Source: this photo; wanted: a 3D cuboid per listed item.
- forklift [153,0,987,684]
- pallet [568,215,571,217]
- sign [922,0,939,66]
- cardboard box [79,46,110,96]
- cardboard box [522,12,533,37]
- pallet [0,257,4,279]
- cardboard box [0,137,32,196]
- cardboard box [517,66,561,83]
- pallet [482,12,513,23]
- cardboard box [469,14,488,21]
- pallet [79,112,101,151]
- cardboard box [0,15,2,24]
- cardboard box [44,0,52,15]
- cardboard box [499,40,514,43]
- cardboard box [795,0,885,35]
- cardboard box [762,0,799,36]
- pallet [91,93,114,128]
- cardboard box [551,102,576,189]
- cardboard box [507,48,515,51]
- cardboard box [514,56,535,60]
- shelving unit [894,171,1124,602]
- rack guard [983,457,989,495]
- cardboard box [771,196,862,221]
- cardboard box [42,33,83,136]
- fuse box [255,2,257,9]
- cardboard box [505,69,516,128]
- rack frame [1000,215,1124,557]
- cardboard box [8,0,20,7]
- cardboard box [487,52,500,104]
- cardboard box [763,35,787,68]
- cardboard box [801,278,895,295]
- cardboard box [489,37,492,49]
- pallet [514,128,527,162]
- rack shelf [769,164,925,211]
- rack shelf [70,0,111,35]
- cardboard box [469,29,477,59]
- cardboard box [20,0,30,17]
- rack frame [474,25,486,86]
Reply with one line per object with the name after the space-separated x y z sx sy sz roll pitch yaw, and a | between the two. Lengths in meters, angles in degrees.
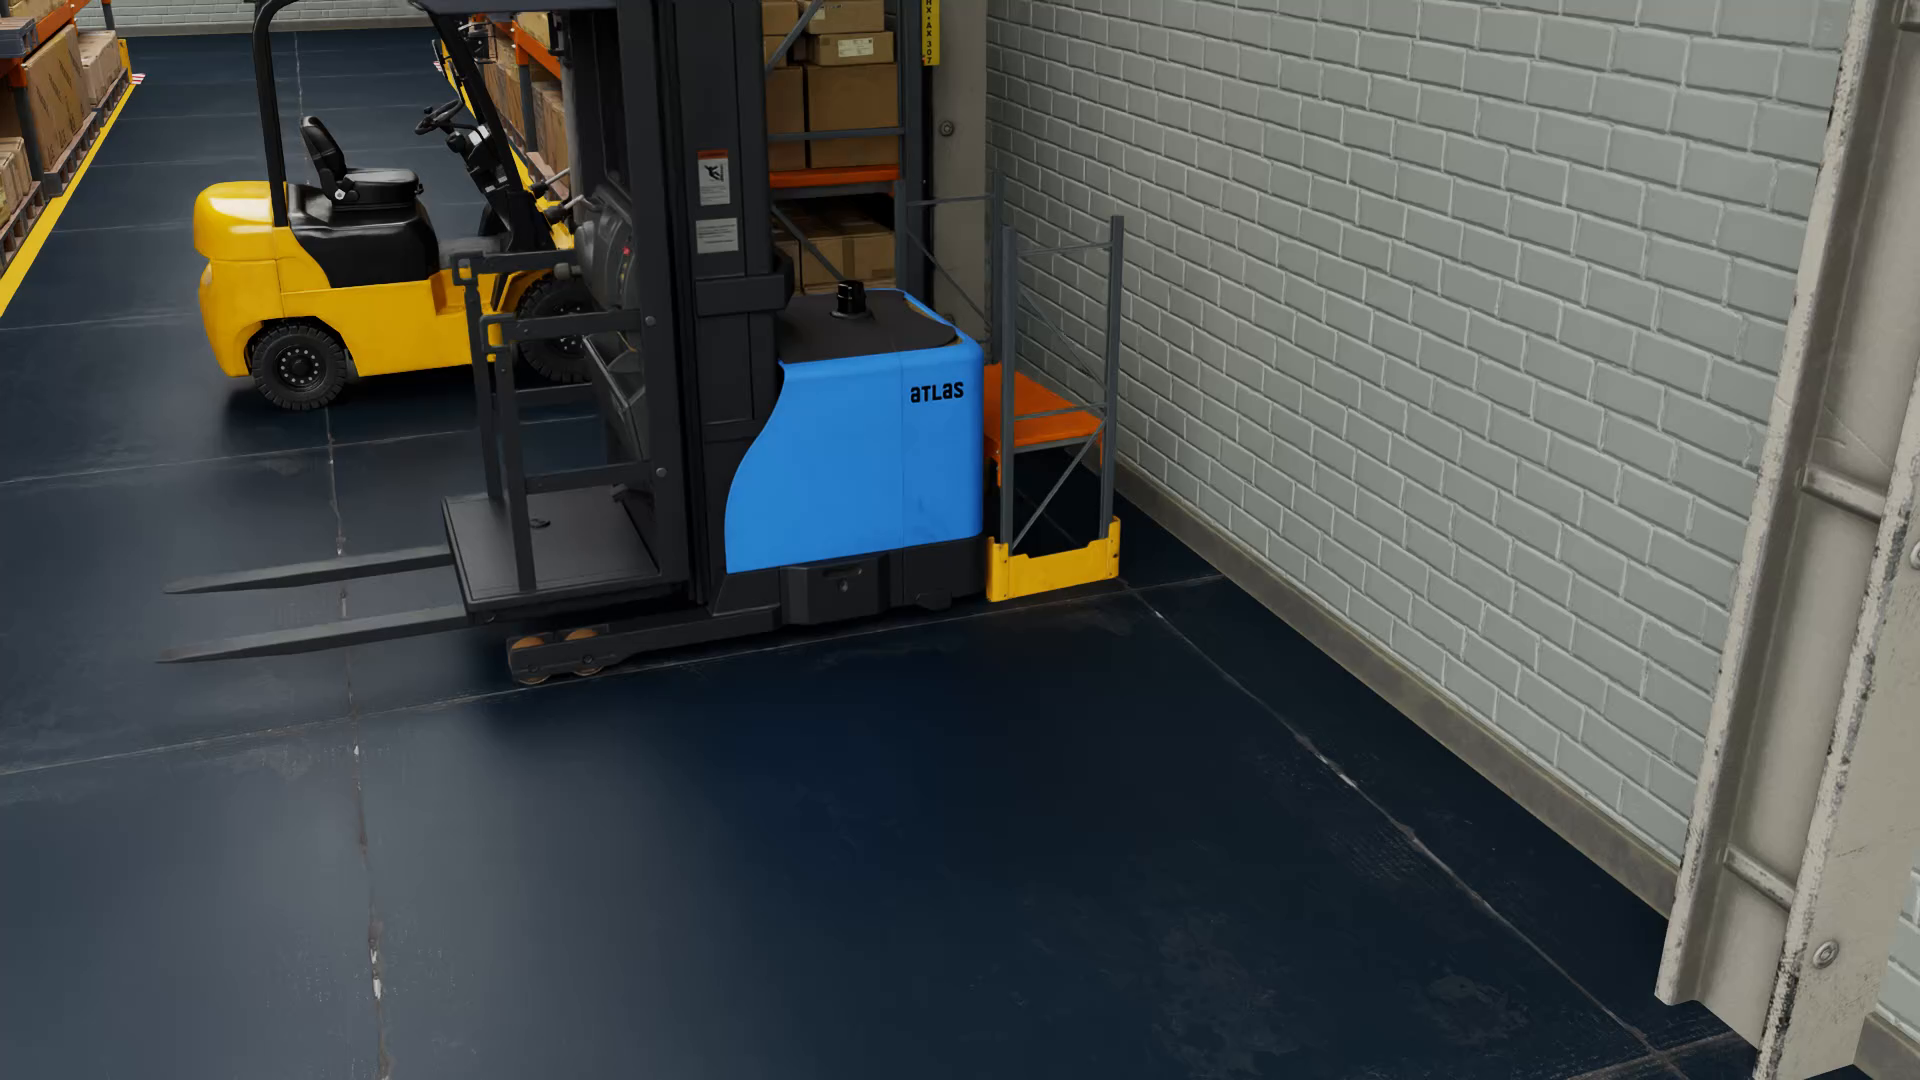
-1.465 -1.061 5.993 3.031 2.935 1.130 -8 24 -19 | forklift
-2.378 -2.366 12.592 1.003 0.211 1.213 -8 24 -19 | pallet
-0.147 -2.445 7.972 0.100 0.325 0.005 -8 24 -19 | sign
-9.988 -5.194 18.469 0.875 0.438 0.875 -9 25 -21 | cardboard box
-3.393 -4.395 14.008 0.500 0.250 0.500 -9 24 -20 | cardboard box
-7.000 -1.704 11.021 1.003 0.211 1.213 -8 24 -19 | pallet
-7.947 -2.936 13.196 0.950 0.372 0.625 -10 25 -23 | cardboard box
-3.906 -4.327 15.498 0.380 0.149 0.250 -10 25 -22 | cardboard box
-3.800 -4.990 15.475 1.213 0.211 1.003 -8 24 -19 | pallet
-6.193 -6.557 21.618 0.797 0.503 0.637 -9 25 -21 | cardboard box
-9.207 -4.058 16.607 1.003 0.211 1.213 -8 24 -19 | pallet
-7.508 -3.978 12.608 0.380 0.149 0.250 -9 24 -19 | cardboard box
-8.816 -5.044 15.549 0.500 0.250 0.500 -9 24 -20 | cardboard box
-4.649 -5.190 17.544 0.380 0.149 0.250 -9 24 -20 | cardboard box
-0.587 -2.569 8.136 0.380 0.149 0.250 -9 24 -20 | cardboard box
-0.992 -2.519 8.017 0.380 0.149 0.250 -8 24 -19 | cardboard box
-9.745 -4.615 17.928 1.003 0.211 1.213 -8 24 -19 | pallet
-2.811 -3.232 13.573 0.875 0.625 0.625 -9 25 -21 | cardboard box
-4.387 -4.909 16.878 0.380 0.149 0.250 -8 24 -19 | cardboard box
-4.134 -4.626 16.207 0.380 0.149 0.250 -8 24 -17 | cardboard box
0.168 -0.680 6.932 0.587 1.500 1.083 -10 25 -23 | shelving unit
-0.045 -0.279 7.589 0.587 0.250 0.087 -10 25 -23 | rack guard
-0.841 -1.704 9.144 0.500 0.250 0.500 -8 24 -19 | cardboard box
-8.930 -4.286 15.752 0.875 0.875 0.875 -8 24 -17 | cardboard box
-10.960 -8.754 25.816 0.539 1.711 0.414 -8 24 -19 | fuse box
-4.199 -4.381 16.460 0.500 0.500 0.500 -7 24 -17 | cardboard box
0.390 -0.498 6.501 0.500 1.500 0.032 -10 25 -23 | rack frame
-8.085 -4.539 13.707 0.500 0.250 0.500 -9 24 -19 | cardboard box
-4.750 -4.938 17.782 0.500 0.500 0.500 -9 24 -20 | cardboard box
-1.053 -2.368 8.042 0.380 0.149 0.250 -8 24 -18 | cardboard box
-0.640 -1.292 8.808 0.500 0.250 0.500 -8 24 -18 | cardboard box
-5.030 -5.469 18.207 0.380 0.149 0.250 -7 24 -16 | cardboard box
-3.723 -3.834 16.074 1.003 0.211 1.213 -8 24 -19 | pallet
-1.375 -2.331 9.844 1.077 0.370 4.000 -8 24 -19 | rack shelf
-10.257 -6.008 18.569 1.077 0.370 4.000 -8 24 -19 | rack shelf
-5.561 -5.862 19.974 0.700 0.500 0.500 -9 25 -21 | cardboard box
-8.272 -4.487 14.227 0.500 0.250 0.500 -9 25 -21 | cardboard box
-4.908 -6.296 18.325 1.000 3.000 0.127 -8 24 -19 | rack frame
